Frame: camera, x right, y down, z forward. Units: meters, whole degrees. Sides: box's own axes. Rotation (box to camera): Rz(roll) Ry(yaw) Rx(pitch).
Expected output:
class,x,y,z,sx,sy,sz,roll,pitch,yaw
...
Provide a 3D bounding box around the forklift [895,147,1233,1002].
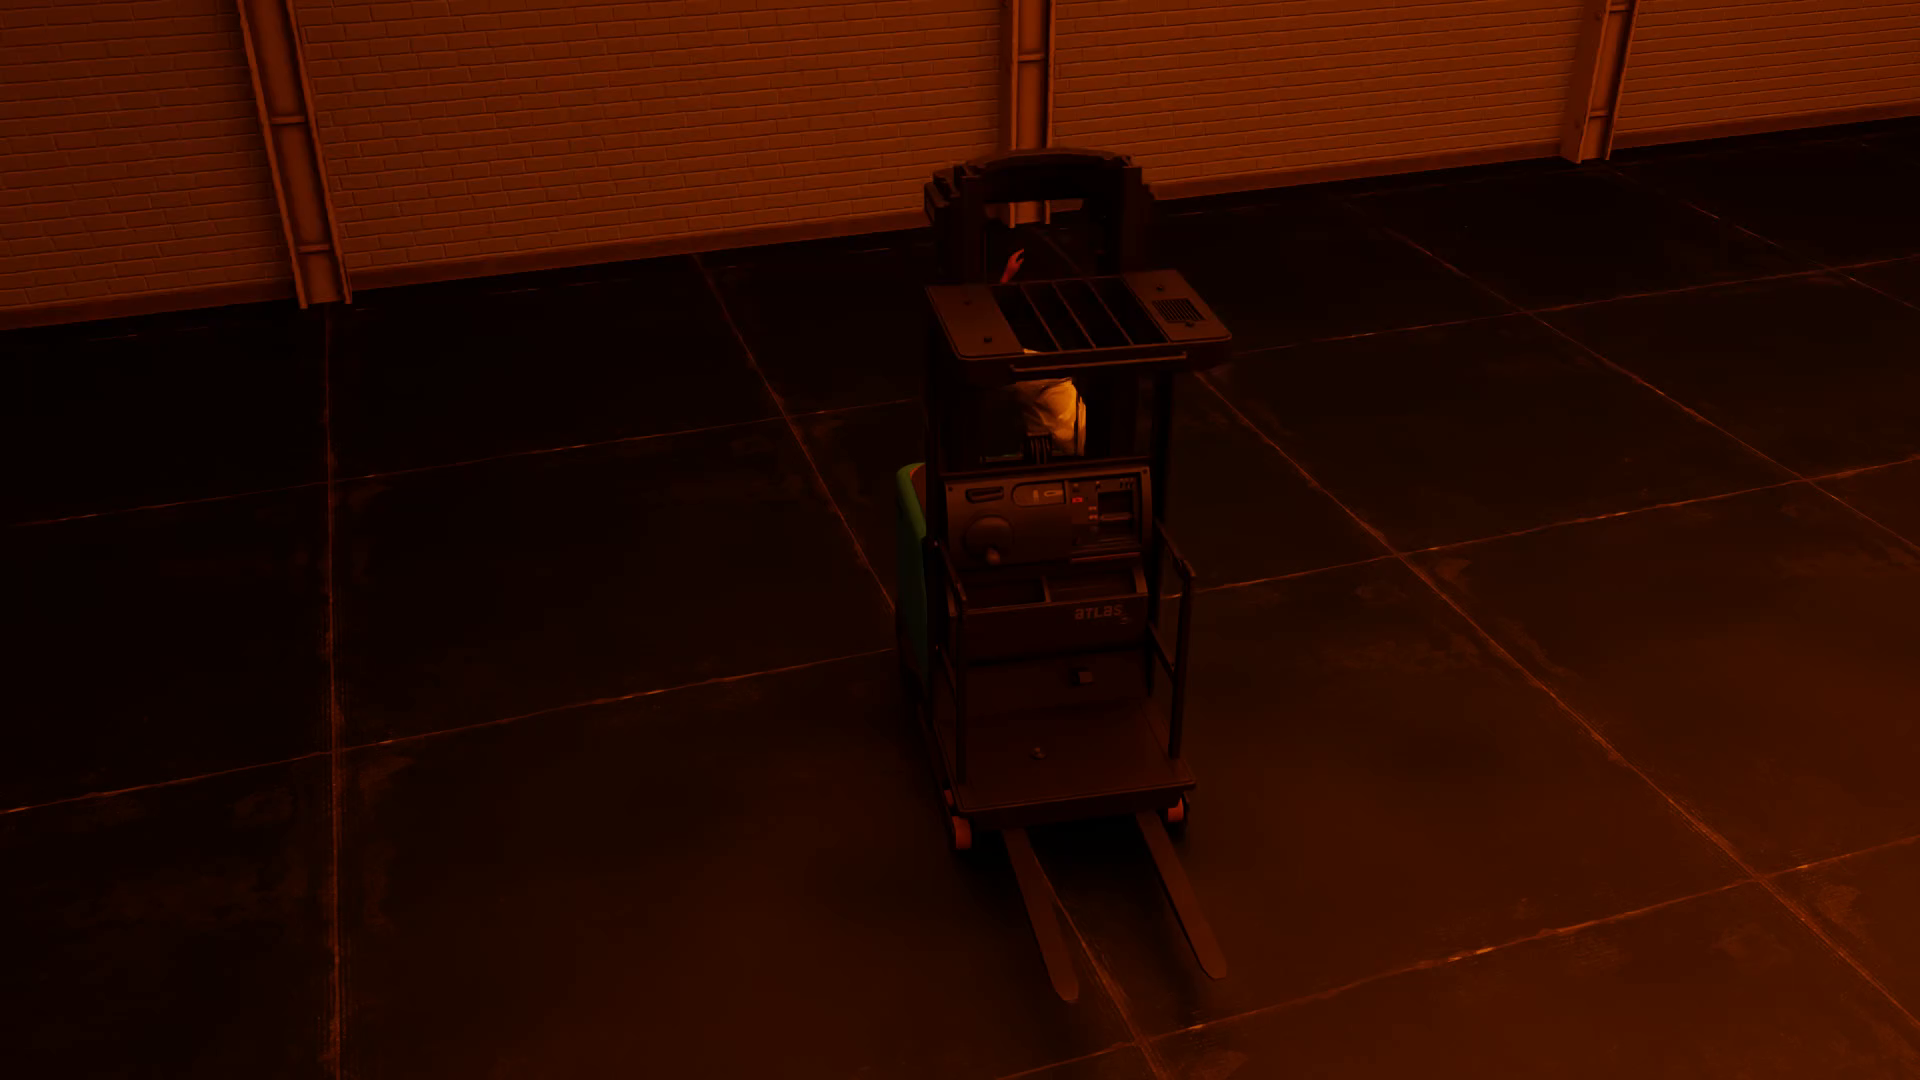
class,x,y,z,sx,sy,sz,roll,pitch,yaw
forklift,0.439,-0.057,7.186,1.130,2.935,3.031,-6,30,-10

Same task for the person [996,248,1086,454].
class,x,y,z,sx,sy,sz,roll,pitch,yaw
person,0.475,-0.747,9.673,0.743,1.642,1.057,-18,35,-29
